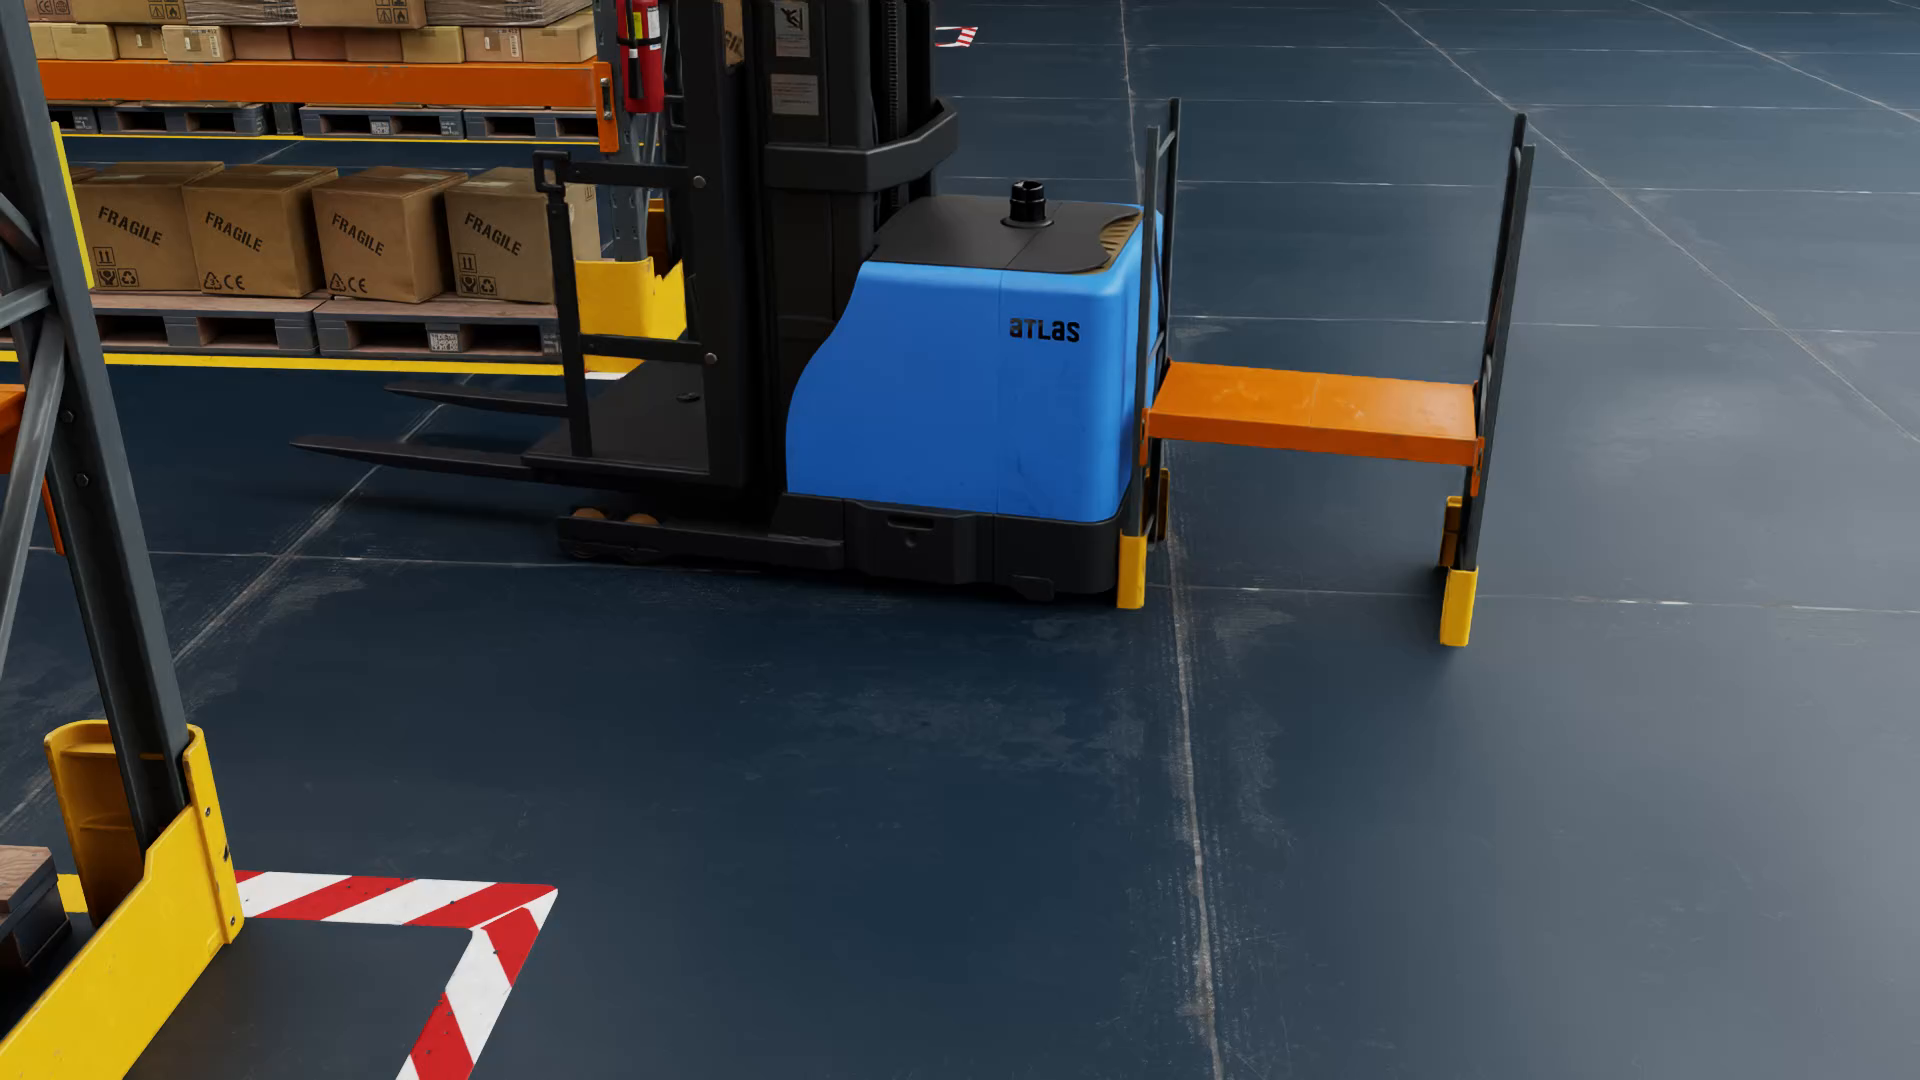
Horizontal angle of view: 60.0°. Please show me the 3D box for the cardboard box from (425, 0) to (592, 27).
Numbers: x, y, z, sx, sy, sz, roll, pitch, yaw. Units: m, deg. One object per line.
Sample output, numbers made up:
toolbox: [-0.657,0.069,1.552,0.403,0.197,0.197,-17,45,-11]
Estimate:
cardboard box: [-1.948,-2.553,7.235,0.500,0.500,0.875,2,25,4]

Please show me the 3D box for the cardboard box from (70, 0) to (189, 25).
cardboard box: [-3.449,-2.574,7.280,0.500,0.500,0.875,2,25,4]

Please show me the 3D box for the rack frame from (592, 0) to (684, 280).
rack frame: [-1.402,-2.344,7.255,0.127,3.000,1.000,2,25,4]

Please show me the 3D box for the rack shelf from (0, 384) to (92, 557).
rack shelf: [-3.775,-0.017,3.058,4.000,0.370,1.077,2,25,4]

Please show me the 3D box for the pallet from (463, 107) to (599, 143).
pallet: [-2.938,-3.174,12.395,1.213,0.211,1.003,2,25,4]

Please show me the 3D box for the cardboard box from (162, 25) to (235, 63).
cardboard box: [-3.206,-2.157,7.149,0.250,0.149,0.380,2,25,4]

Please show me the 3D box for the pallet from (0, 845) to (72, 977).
pallet: [-2.670,0.976,3.376,1.213,0.211,1.003,2,25,4]

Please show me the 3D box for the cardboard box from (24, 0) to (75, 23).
cardboard box: [-3.944,-2.607,7.353,0.500,0.500,0.875,2,25,4]

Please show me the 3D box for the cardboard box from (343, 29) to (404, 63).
cardboard box: [-2.452,-2.162,7.160,0.250,0.149,0.380,2,25,4]

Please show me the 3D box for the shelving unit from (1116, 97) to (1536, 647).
shelving unit: [1.088,-0.529,5.106,1.083,1.500,0.587,6,25,13]

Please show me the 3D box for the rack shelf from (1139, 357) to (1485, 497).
rack shelf: [1.097,-0.365,5.179,1.000,0.185,0.538,6,25,13]

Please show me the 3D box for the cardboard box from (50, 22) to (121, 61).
cardboard box: [-3.702,-2.183,7.206,0.250,0.149,0.380,2,25,4]

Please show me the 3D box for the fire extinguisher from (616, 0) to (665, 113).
fire extinguisher: [-1.323,-2.113,6.846,0.183,0.674,0.296,2,25,4]

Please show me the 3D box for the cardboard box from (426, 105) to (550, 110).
cardboard box: [-3.389,-3.685,12.209,0.875,0.875,0.875,2,25,4]

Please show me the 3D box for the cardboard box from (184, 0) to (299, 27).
cardboard box: [-2.951,-2.553,7.235,0.500,0.500,0.875,2,25,4]

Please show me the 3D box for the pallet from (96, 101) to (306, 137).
pallet: [-5.685,-3.262,12.587,1.213,0.211,1.003,2,25,4]

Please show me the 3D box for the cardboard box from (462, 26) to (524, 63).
cardboard box: [-1.951,-2.161,7.158,0.250,0.149,0.380,2,25,4]

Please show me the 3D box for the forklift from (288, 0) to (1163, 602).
forklift: [-0.867,-1.455,5.406,3.031,2.935,1.130,6,25,13]

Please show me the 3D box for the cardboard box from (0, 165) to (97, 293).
cardboard box: [-4.423,-1.482,7.871,0.500,0.500,0.500,10,27,21]

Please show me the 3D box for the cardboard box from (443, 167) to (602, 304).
cardboard box: [-2.023,-1.426,7.748,0.500,0.500,0.500,6,25,14]

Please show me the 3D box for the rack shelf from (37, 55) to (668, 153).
rack shelf: [-3.396,-2.081,7.544,4.000,0.370,1.077,2,25,4]

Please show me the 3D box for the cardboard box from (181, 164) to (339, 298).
cardboard box: [-3.245,-1.459,7.820,0.500,0.500,0.500,4,25,9]

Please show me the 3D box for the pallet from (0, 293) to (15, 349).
pallet: [-4.718,-1.198,8.101,1.213,0.211,1.003,2,25,4]

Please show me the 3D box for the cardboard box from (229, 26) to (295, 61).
cardboard box: [-2.950,-2.186,7.212,0.250,0.149,0.380,2,25,4]

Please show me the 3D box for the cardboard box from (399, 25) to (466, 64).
cardboard box: [-2.204,-2.147,7.129,0.250,0.149,0.380,2,25,4]

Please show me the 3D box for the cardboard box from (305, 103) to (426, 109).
cardboard box: [-4.288,-3.712,12.268,0.875,0.875,0.875,2,25,5]

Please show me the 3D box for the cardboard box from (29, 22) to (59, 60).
cardboard box: [-3.951,-2.196,7.234,0.250,0.149,0.380,2,25,4]

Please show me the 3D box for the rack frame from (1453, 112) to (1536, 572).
rack frame: [1.589,-0.476,4.990,0.032,1.500,0.500,6,25,13]

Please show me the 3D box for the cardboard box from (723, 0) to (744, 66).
cardboard box: [-1.603,-3.627,12.084,0.875,0.875,0.875,2,25,4]

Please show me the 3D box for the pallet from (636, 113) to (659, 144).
pallet: [-1.725,-3.134,12.308,1.213,0.211,1.003,2,25,4]

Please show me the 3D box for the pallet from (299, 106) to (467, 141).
pallet: [-4.158,-3.212,12.478,1.213,0.211,1.003,2,25,4]

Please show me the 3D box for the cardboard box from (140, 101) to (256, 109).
cardboard box: [-5.536,-3.687,12.363,0.750,0.750,1.050,2,25,4]

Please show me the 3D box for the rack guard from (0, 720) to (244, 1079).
rack guard: [-1.861,0.873,3.254,0.348,0.500,1.175,2,25,4]

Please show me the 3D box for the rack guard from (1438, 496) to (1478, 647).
rack guard: [1.570,0.090,5.255,0.087,0.250,0.587,6,25,13]

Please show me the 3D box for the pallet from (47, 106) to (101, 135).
pallet: [-6.905,-3.300,12.669,1.213,0.211,1.003,2,25,4]

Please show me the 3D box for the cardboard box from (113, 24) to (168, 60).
cardboard box: [-3.450,-2.194,7.230,0.250,0.149,0.380,2,25,4]

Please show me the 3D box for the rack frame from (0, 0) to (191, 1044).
rack frame: [-1.781,-0.279,2.769,0.127,3.000,1.000,2,25,4]

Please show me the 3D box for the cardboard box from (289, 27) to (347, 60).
cardboard box: [-2.699,-2.187,7.215,0.250,0.149,0.380,2,25,4]

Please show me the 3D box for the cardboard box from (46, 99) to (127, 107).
cardboard box: [-6.497,-3.719,12.433,0.750,0.750,1.050,2,25,4]

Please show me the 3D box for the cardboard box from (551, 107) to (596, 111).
cardboard box: [-2.480,-3.655,12.144,0.875,0.875,0.875,1,25,3]

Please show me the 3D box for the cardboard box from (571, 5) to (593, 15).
cardboard box: [-1.668,-2.338,7.543,0.250,0.149,0.380,2,25,4]

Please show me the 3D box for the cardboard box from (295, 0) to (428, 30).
cardboard box: [-2.456,-2.519,7.161,0.500,0.500,0.875,2,25,4]

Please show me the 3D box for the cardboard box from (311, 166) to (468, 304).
cardboard box: [-2.622,-1.431,7.759,0.500,0.500,0.500,8,26,18]

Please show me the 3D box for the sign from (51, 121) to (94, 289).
sign: [-1.735,-0.634,3.209,0.005,0.325,0.100,2,25,4]

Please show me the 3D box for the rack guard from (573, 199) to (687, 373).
rack guard: [-1.478,-1.211,7.783,0.348,0.500,1.175,2,25,4]

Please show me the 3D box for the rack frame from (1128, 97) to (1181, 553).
rack frame: [0.604,-0.581,5.218,0.032,1.500,0.500,6,25,13]

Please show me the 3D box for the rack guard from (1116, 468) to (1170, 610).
rack guard: [0.605,-0.013,5.479,0.087,0.250,0.587,6,25,13]

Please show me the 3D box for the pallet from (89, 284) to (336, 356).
pallet: [-3.498,-1.160,8.019,1.213,0.211,1.003,2,25,4]

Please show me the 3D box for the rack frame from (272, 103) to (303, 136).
rack frame: [-4.910,-4.536,12.019,0.127,3.000,1.000,2,25,4]

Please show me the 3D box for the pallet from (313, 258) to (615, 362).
pallet: [-2.285,-1.120,7.932,1.213,0.211,1.003,2,25,4]

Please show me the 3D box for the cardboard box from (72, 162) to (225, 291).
cardboard box: [-3.798,-1.495,7.899,0.500,0.500,0.500,0,25,-1]

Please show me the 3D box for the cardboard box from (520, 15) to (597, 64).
cardboard box: [-1.702,-2.153,7.140,0.250,0.149,0.380,2,25,4]
